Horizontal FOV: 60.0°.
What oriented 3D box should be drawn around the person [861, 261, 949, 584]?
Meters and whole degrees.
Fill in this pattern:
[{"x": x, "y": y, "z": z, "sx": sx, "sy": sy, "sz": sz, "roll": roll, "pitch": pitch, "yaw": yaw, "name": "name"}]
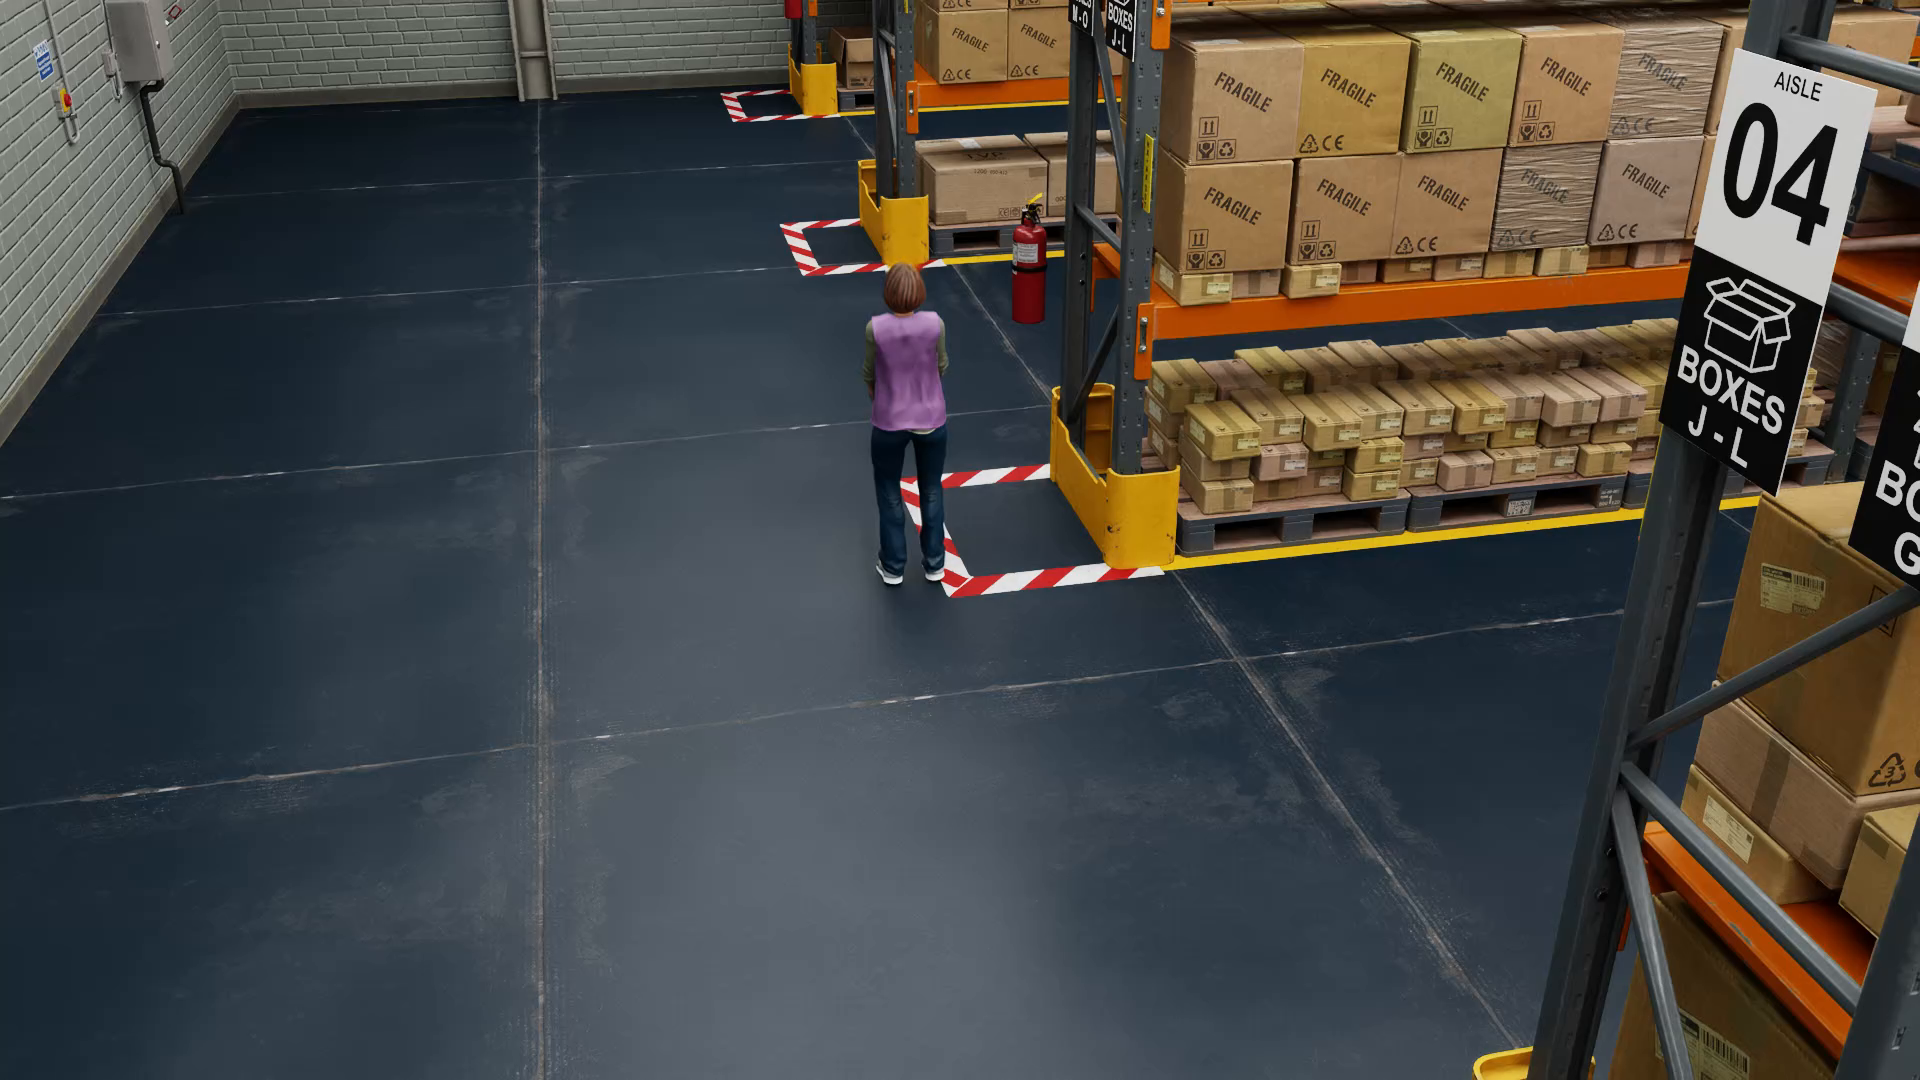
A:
[{"x": -0.255, "y": -0.571, "z": 7.750, "sx": 0.406, "sy": 1.588, "sz": 0.497, "roll": -4, "pitch": 27, "yaw": -8, "name": "person"}]
